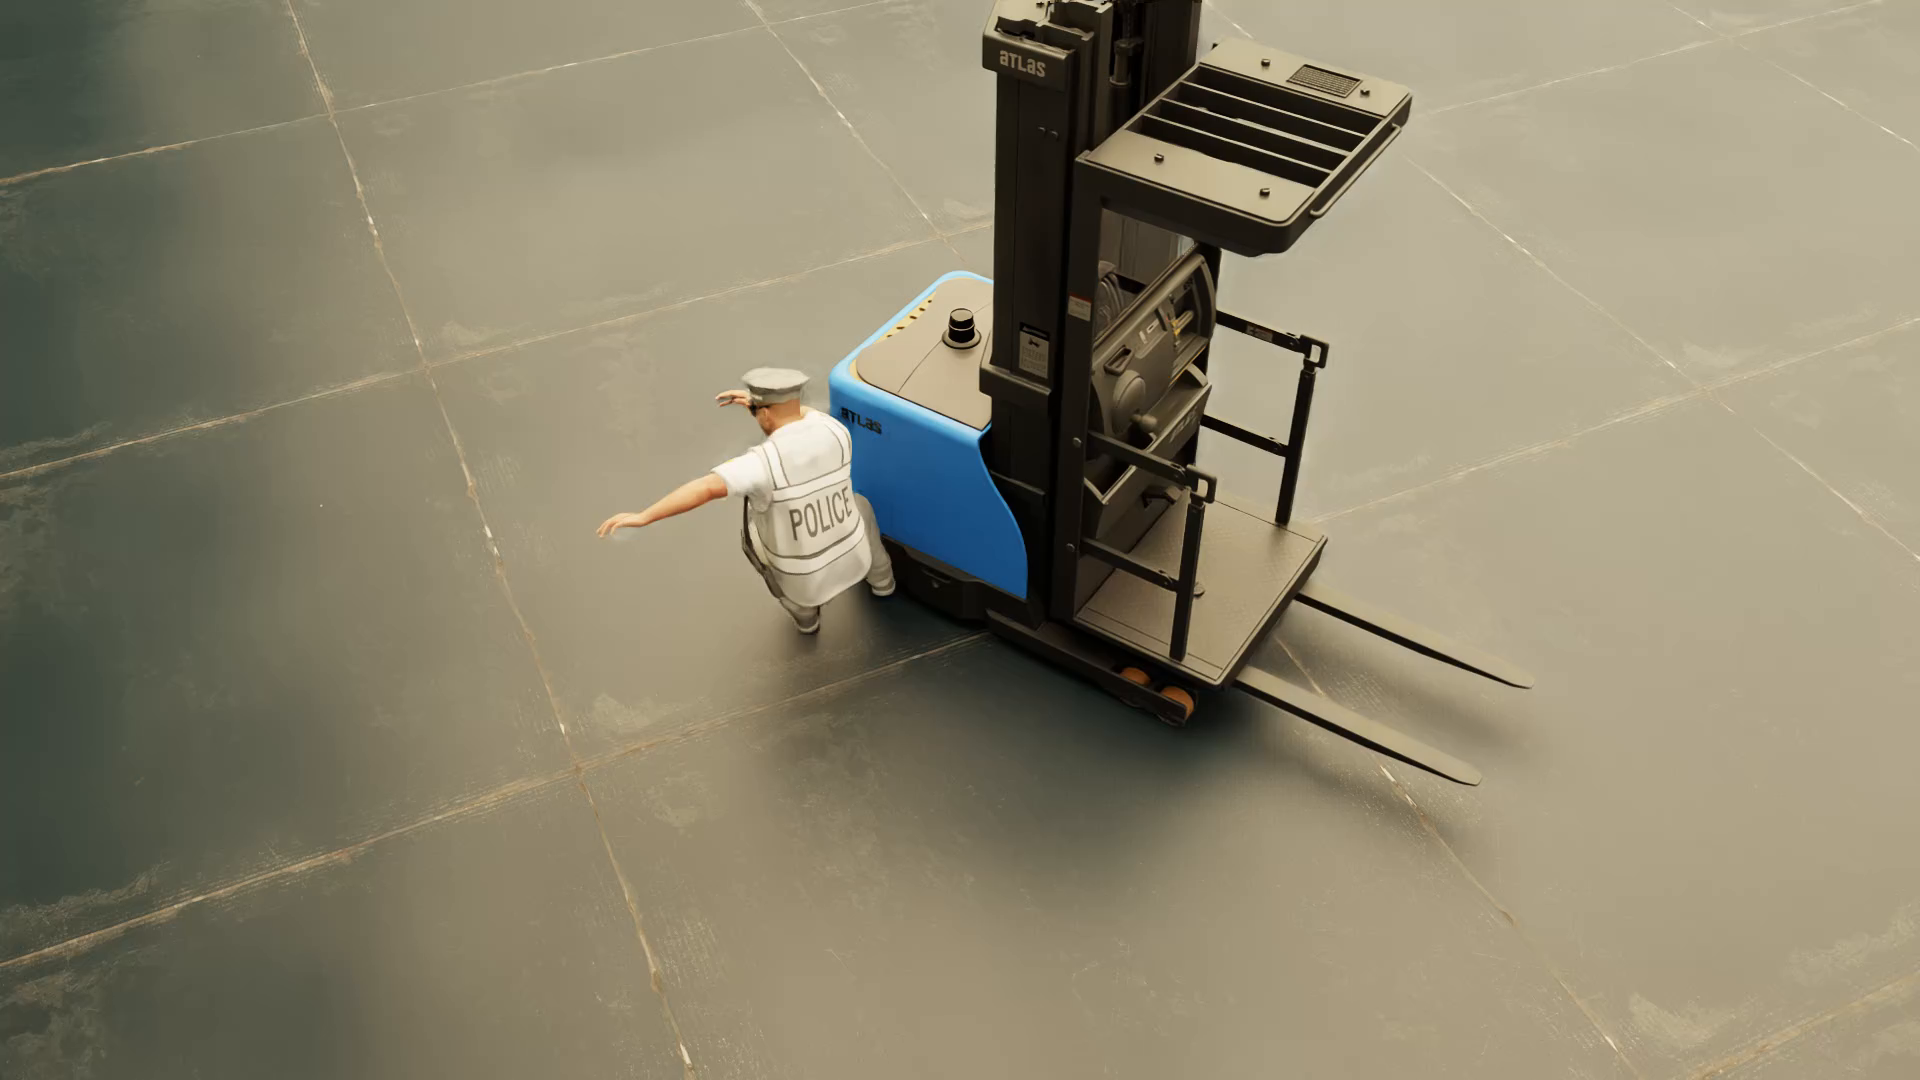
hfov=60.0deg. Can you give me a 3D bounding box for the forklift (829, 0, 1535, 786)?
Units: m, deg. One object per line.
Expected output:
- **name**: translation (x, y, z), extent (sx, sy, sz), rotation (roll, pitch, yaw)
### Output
- **forklift**: translation (0.937, -0.710, 6.441), extent (3.031, 2.935, 1.130), rotation (24, 48, 24)

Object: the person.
- **person**: translation (-0.791, -0.018, 6.821), extent (1.506, 1.453, 0.750), rotation (-26, 49, -25)
